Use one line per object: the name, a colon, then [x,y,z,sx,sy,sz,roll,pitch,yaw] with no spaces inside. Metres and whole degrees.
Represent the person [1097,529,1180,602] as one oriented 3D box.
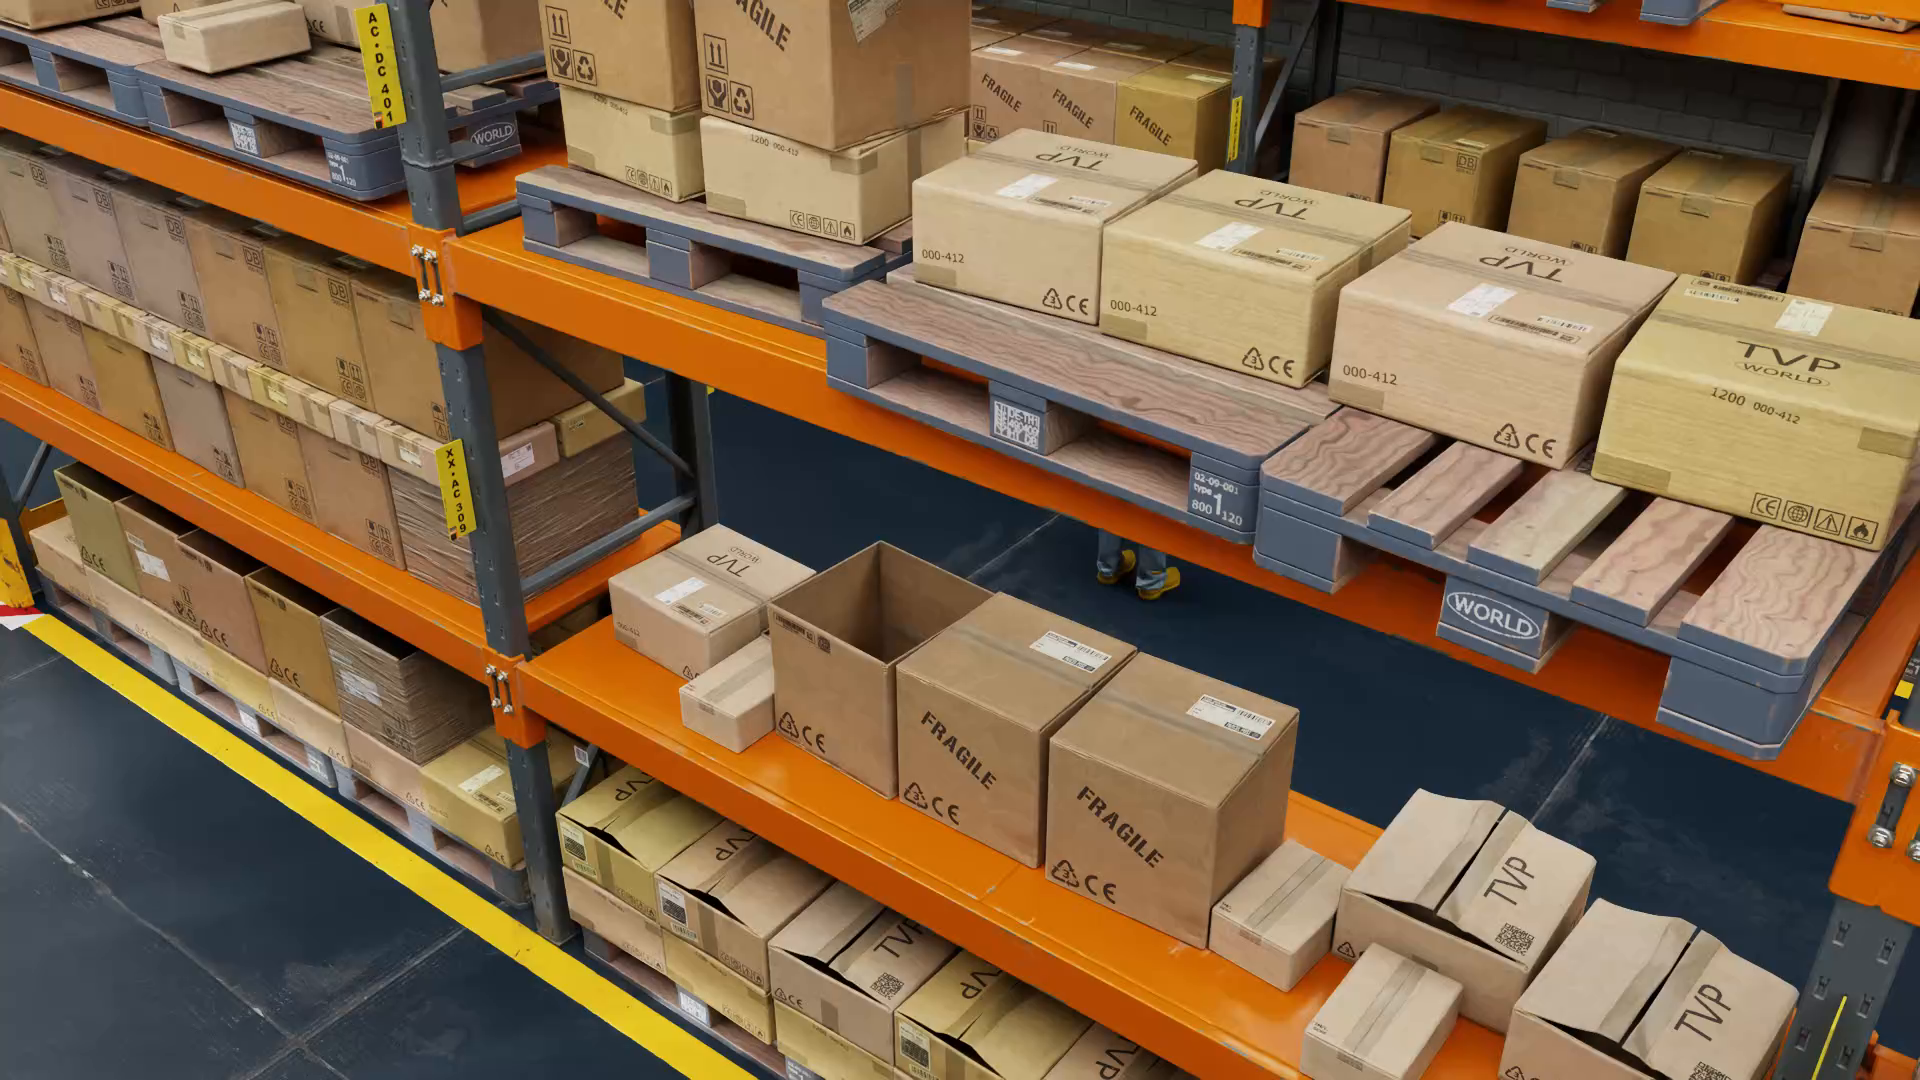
person: [0.926,-0.578,8.087,0.503,1.760,0.586,22,37,32]
